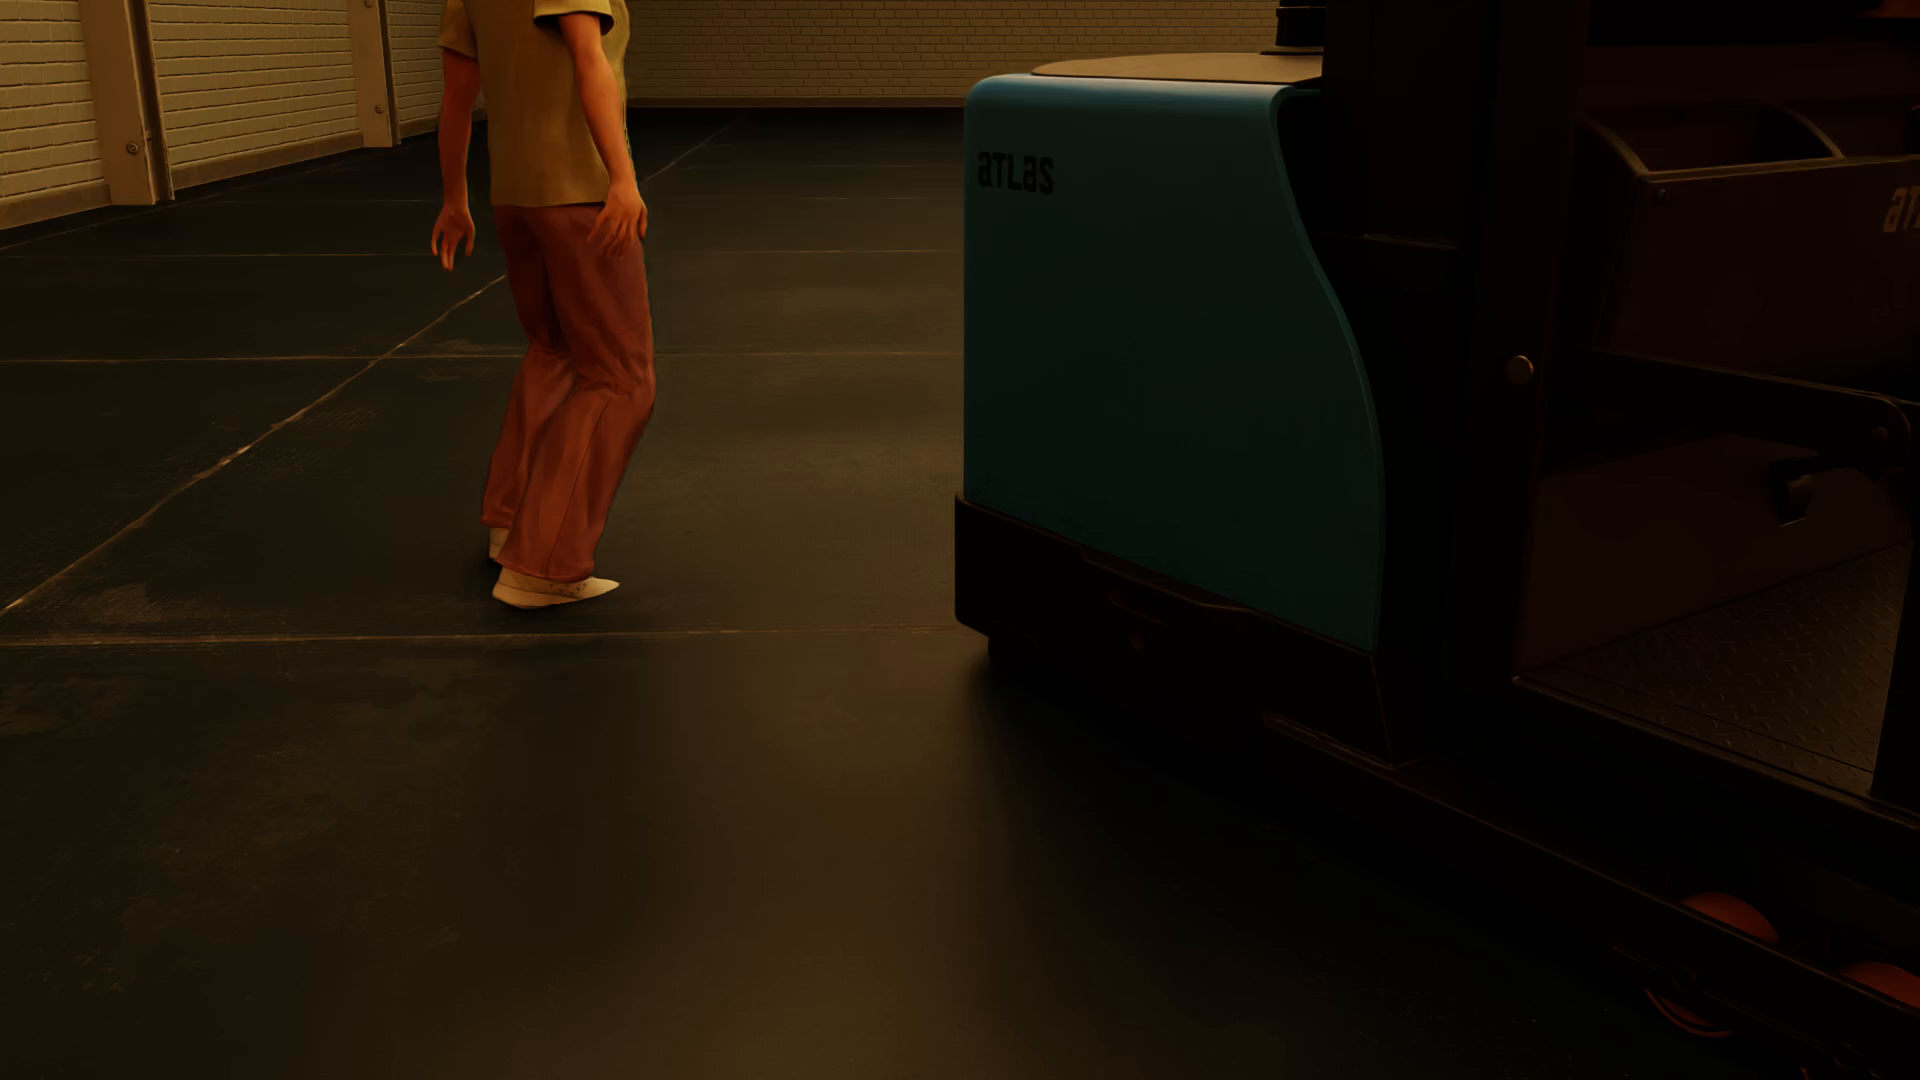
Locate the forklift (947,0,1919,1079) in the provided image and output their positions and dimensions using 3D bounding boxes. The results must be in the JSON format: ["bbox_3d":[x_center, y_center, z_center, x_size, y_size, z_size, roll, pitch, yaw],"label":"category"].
[{"bbox_3d":[1.241,-0.931,1.951,1.130,2.935,3.031,-12,21,-34],"label":"forklift"}]

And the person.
[{"bbox_3d":[-0.879,-0.675,3.431,0.443,1.648,0.814,-14,22,-38],"label":"person"}]
